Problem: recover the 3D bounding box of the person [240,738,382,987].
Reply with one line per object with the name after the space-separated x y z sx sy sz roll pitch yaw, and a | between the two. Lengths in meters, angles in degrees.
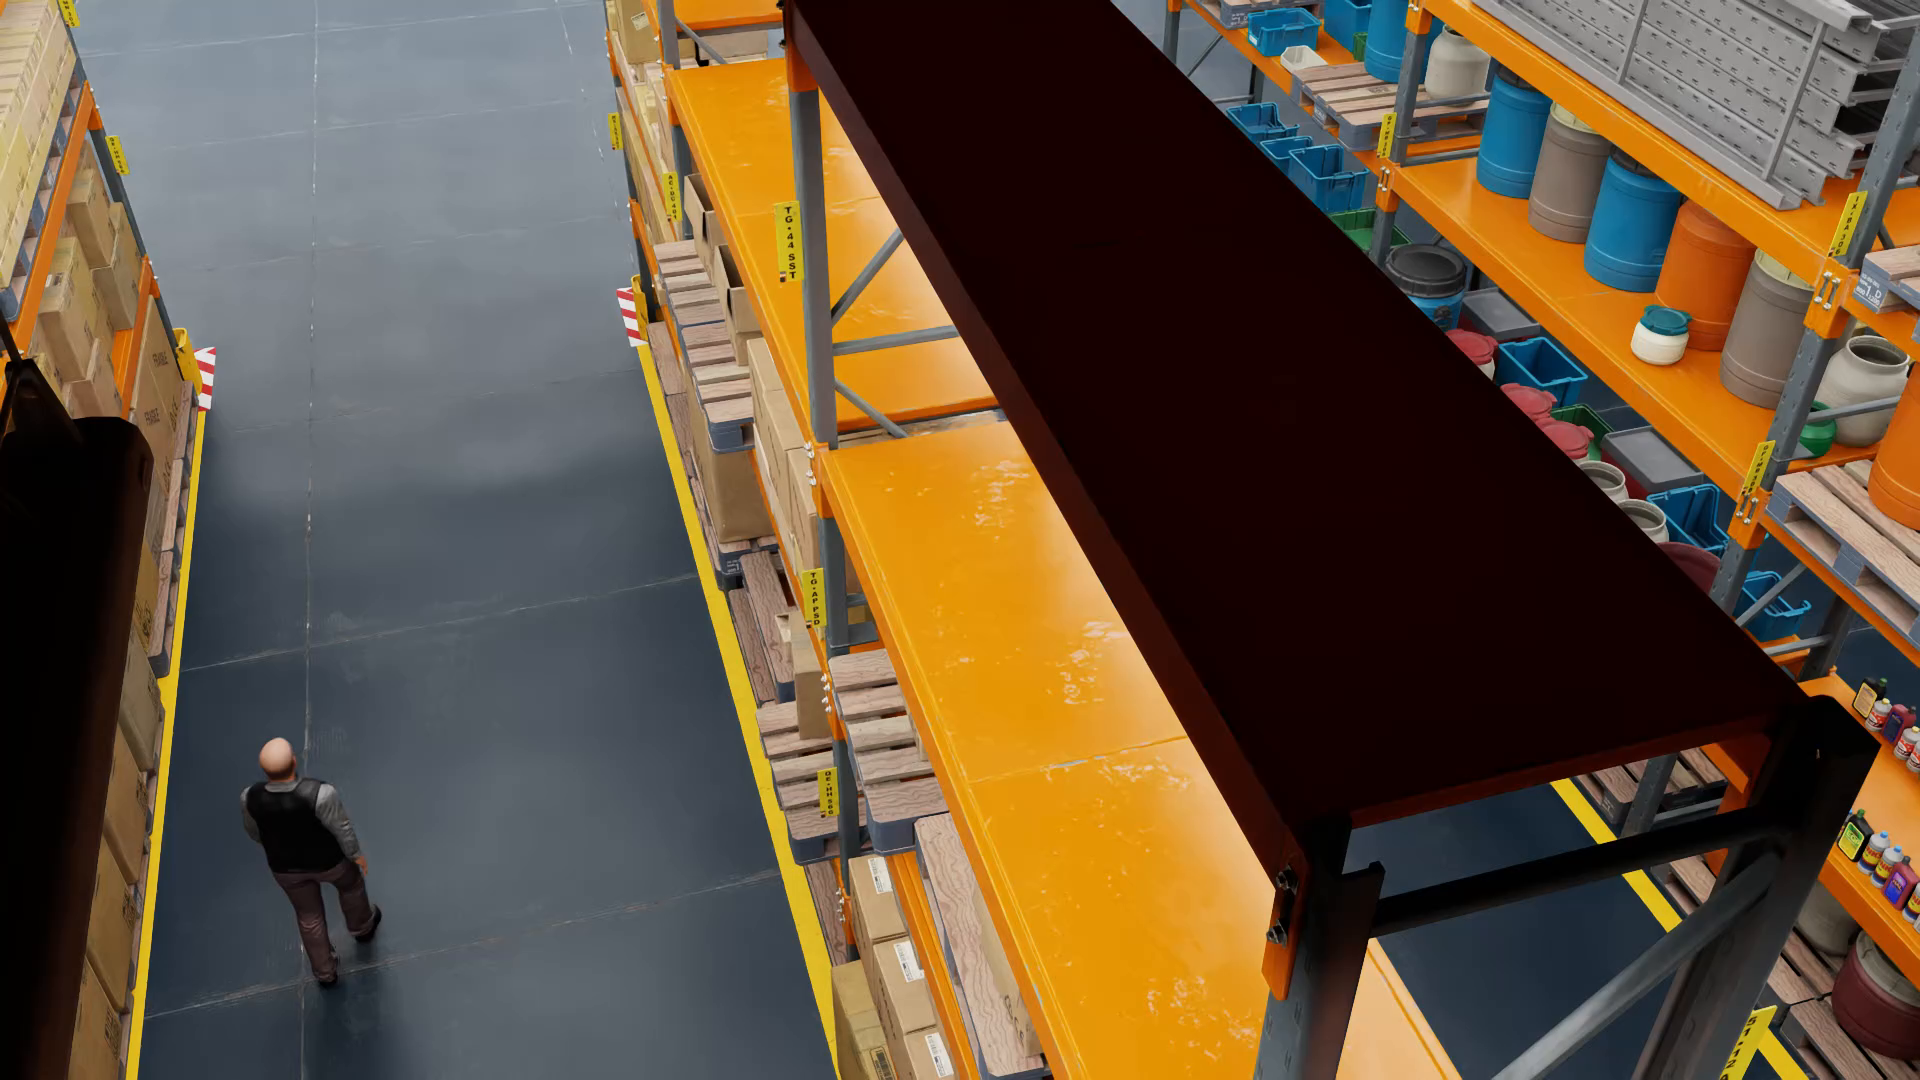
-3.603 1.737 9.267 0.591 1.748 0.632 -3 39 -4 | person
